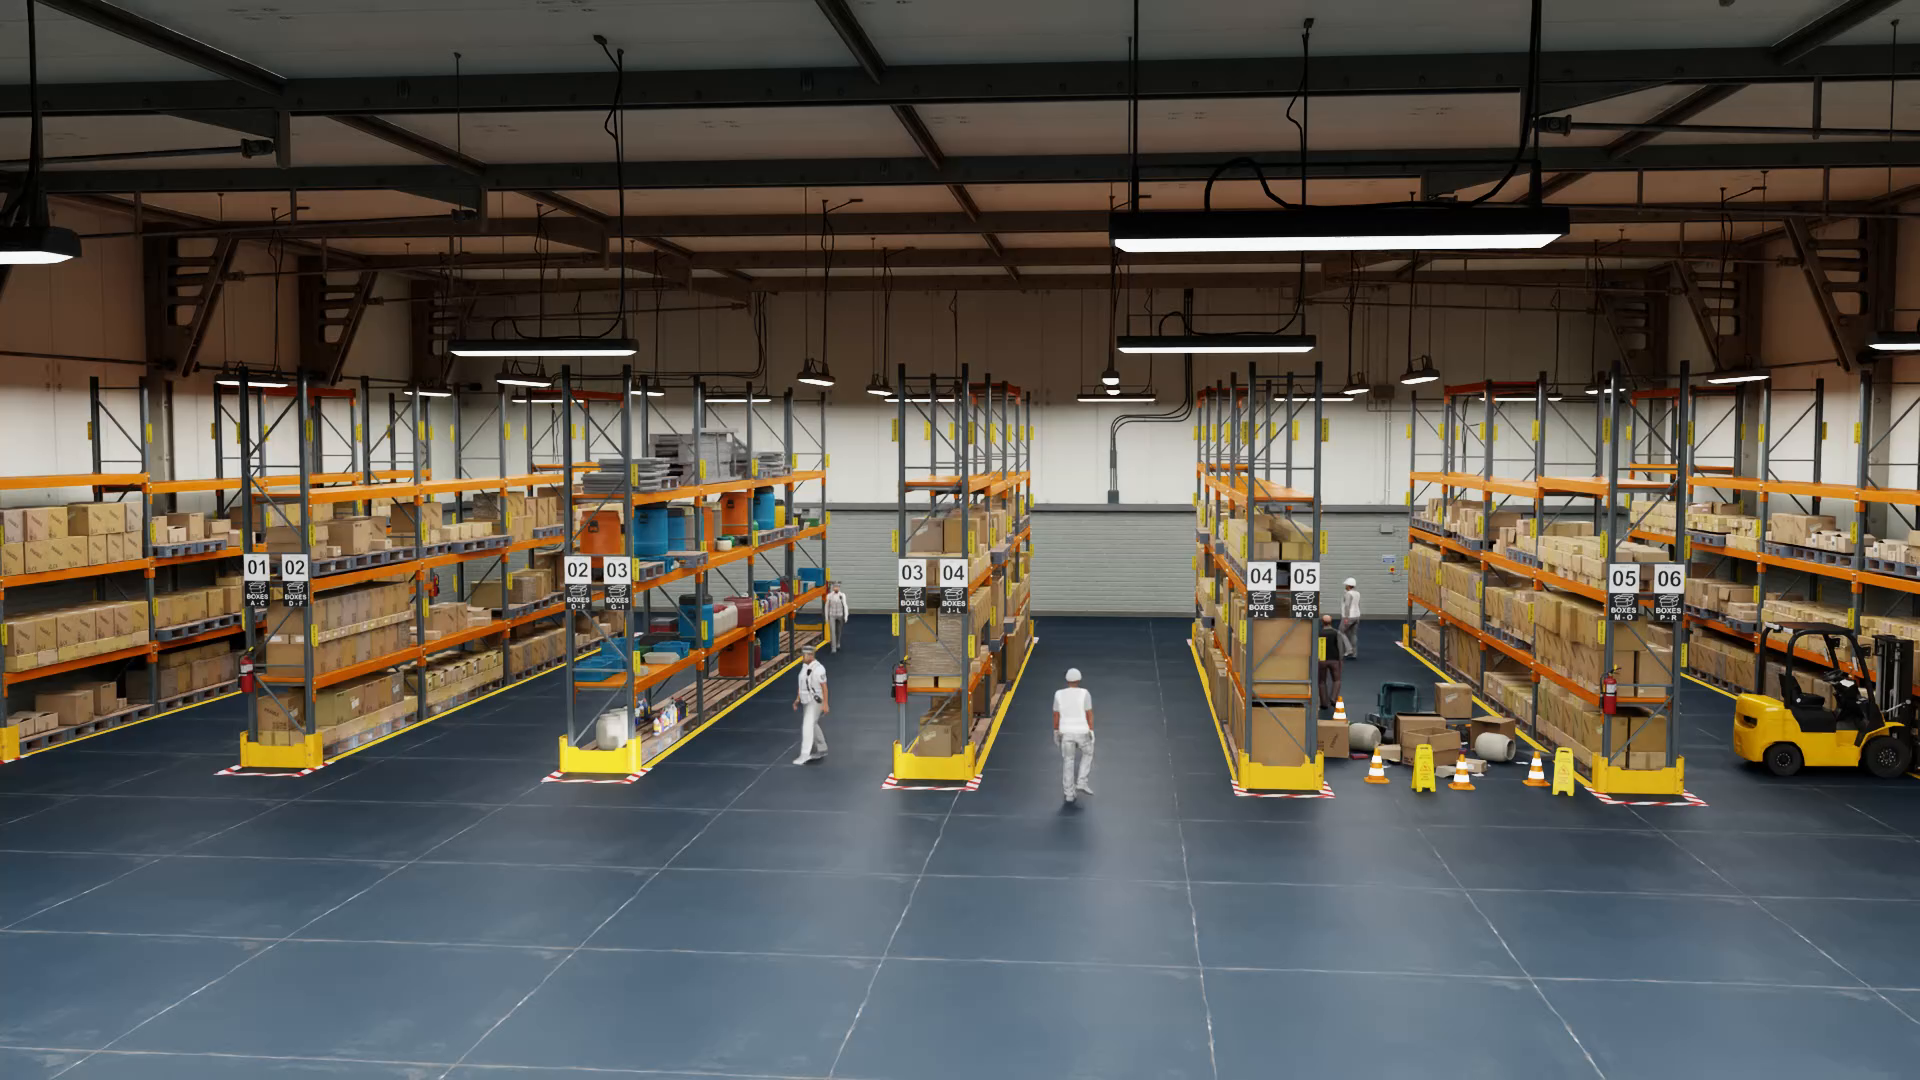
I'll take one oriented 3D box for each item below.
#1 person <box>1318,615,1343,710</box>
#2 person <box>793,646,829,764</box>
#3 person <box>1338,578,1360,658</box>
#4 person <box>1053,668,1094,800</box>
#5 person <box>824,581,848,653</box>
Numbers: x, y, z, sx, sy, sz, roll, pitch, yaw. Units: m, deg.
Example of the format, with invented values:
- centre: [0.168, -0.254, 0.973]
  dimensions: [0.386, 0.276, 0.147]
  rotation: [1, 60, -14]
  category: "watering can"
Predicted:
- centre: [6.660, 2.217, 30.120]
  dimensions: [0.566, 1.720, 0.537]
  rotation: [0, 4, 6]
  category: "person"
- centre: [-2.329, 2.497, 25.455]
  dimensions: [0.730, 1.748, 0.652]
  rotation: [-2, 4, -29]
  category: "person"
- centre: [8.718, 1.738, 37.146]
  dimensions: [0.569, 1.785, 0.398]
  rotation: [-4, 5, -44]
  category: "person"
- centre: [1.566, 2.638, 22.761]
  dimensions: [0.598, 1.766, 0.495]
  rotation: [1, 4, 17]
  category: "person"
- centre: [-2.826, 1.728, 37.969]
  dimensions: [0.518, 1.604, 1.073]
  rotation: [-1, 4, -10]
  category: "person"
